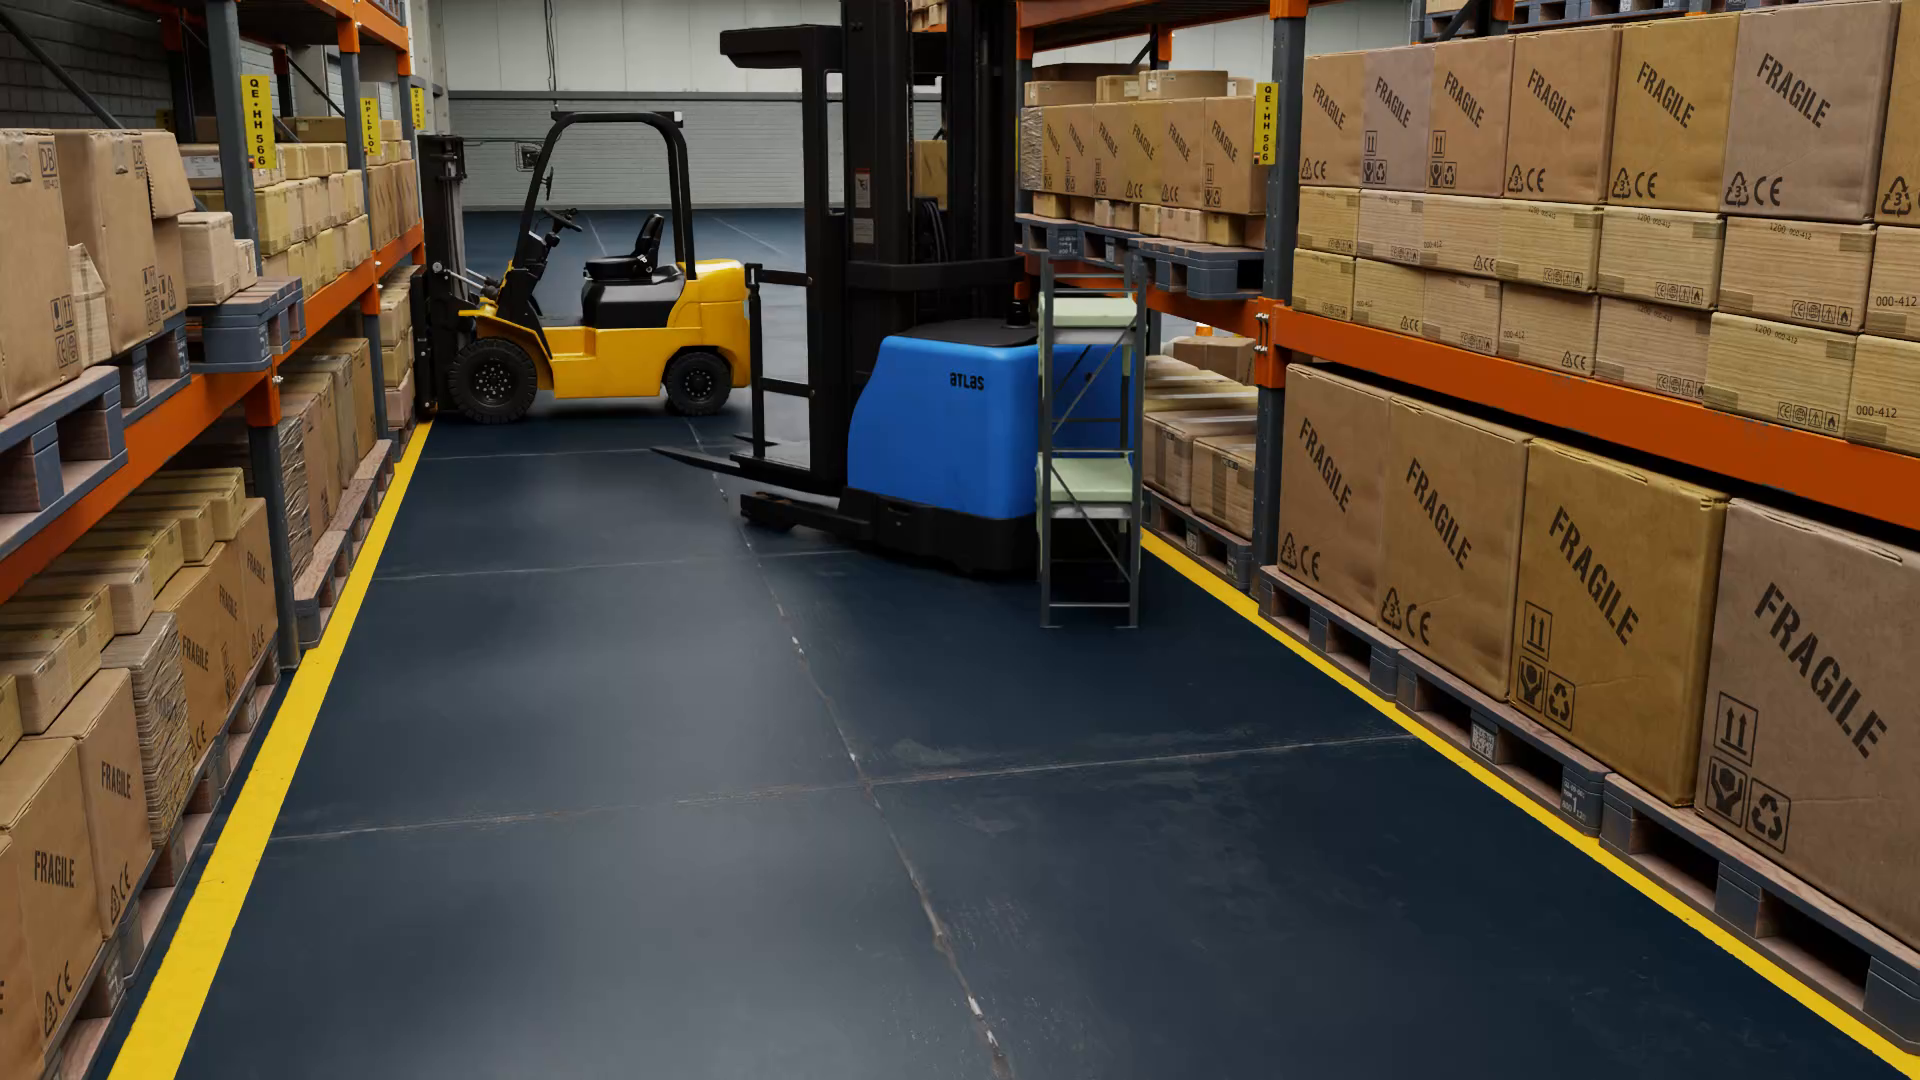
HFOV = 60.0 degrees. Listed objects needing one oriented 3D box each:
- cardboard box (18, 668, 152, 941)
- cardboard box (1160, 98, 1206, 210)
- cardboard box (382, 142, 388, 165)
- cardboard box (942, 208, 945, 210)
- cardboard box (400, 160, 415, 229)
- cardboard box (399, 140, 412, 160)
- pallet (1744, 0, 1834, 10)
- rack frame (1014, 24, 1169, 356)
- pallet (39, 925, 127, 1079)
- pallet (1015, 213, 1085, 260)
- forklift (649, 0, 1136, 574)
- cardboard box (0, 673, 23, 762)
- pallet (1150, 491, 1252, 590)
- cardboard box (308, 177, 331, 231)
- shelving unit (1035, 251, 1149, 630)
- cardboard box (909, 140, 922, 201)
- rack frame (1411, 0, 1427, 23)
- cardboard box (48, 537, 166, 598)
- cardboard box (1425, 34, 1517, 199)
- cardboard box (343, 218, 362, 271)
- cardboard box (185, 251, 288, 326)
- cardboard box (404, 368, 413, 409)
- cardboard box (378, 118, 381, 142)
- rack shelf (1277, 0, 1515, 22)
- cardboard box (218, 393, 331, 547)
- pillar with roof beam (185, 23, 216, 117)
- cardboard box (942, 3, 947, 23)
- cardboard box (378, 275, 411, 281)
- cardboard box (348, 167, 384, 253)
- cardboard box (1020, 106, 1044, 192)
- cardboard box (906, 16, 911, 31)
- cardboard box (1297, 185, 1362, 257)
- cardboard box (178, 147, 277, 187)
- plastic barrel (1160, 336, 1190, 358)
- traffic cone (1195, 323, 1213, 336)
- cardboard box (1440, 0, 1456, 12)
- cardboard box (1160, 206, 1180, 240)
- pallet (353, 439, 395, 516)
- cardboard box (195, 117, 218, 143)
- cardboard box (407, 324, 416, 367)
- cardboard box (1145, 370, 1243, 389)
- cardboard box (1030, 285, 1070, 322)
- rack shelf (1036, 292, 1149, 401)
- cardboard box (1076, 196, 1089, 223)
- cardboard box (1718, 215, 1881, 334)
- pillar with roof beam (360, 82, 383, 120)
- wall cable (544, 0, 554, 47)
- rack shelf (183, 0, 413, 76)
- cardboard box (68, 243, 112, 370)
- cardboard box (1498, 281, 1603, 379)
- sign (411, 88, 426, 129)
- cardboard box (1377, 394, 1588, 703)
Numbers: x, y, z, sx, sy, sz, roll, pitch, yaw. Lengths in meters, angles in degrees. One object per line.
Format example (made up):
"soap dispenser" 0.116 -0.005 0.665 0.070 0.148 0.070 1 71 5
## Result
"cardboard box" -2.243 0.632 3.904 0.500 0.500 0.500 -4 14 -15
"cardboard box" 1.275 -1.822 7.844 0.500 0.500 0.500 -4 14 -14
"cardboard box" -3.995 -2.554 10.984 0.380 0.149 0.250 -3 14 -14
"cardboard box" 0.069 -2.551 13.078 0.380 0.149 0.250 -3 14 -11
"cardboard box" -4.435 -2.615 12.599 0.500 0.500 0.500 -3 14 -11
"cardboard box" -4.476 -3.027 12.920 0.380 0.149 0.250 -3 14 -12
"pallet" 5.896 -3.595 10.903 0.805 0.209 1.217 -4 14 -15
"rack frame" 0.845 -2.140 10.866 1.000 3.000 0.127 -3 14 -13
"pallet" -2.328 1.152 3.267 1.003 0.211 1.213 -3 14 -13
"pallet" 0.883 -1.862 10.134 1.003 0.211 1.213 -3 14 -13
"forklift" -0.510 -1.546 8.578 1.130 2.935 3.031 -13 19 -43
"cardboard box" -2.215 0.400 3.485 0.380 0.149 0.250 -4 14 -14
"pallet" 1.602 -0.043 8.158 1.003 0.211 1.213 -3 14 -13
"cardboard box" -3.273 -1.579 7.834 0.500 0.250 0.500 -3 14 -12
"shelving unit" 0.545 -0.447 7.096 0.431 1.500 0.755 0 14 1
"cardboard box" -0.128 -3.012 13.597 0.500 0.500 0.500 -3 14 -11
"rack frame" 4.693 -6.276 15.156 1.000 3.000 0.127 -3 14 -13
"cardboard box" -2.487 0.101 4.710 0.380 0.149 0.250 -3 14 -14
"cardboard box" 1.895 -1.390 5.479 0.500 0.500 0.500 -3 14 -12
"cardboard box" -3.483 -1.572 8.858 0.500 0.250 0.500 -3 14 -14
"cardboard box" -2.906 -0.983 6.446 0.500 0.250 0.500 -3 14 -13
"cardboard box" -3.905 -0.977 11.015 0.500 0.250 0.500 -4 14 -14
"cardboard box" -3.944 -2.639 10.706 0.380 0.149 0.250 -3 14 -12
"rack shelf" 2.254 -1.864 4.930 1.077 0.370 4.000 -3 14 -13
"cardboard box" -3.334 -0.285 7.392 0.875 0.625 0.625 -3 14 -11
"pillar with roof beam" -1.446 -5.729 12.914 9.100 9.000 0.400 -3 14 -13
"cardboard box" 0.077 -3.947 12.471 0.380 0.149 0.250 -4 14 -15
"cardboard box" -4.253 -1.817 12.346 0.500 0.250 0.500 -3 14 -12
"cardboard box" -3.829 -2.028 10.197 0.500 0.500 0.500 -4 14 -15
"cardboard box" 0.676 -2.413 10.261 0.500 0.500 0.500 -3 14 -12
"cardboard box" -0.332 -4.303 13.930 0.380 0.149 0.250 -3 14 -13
"cardboard box" 1.663 -1.257 6.513 0.500 0.250 0.500 -3 14 -14
"cardboard box" -2.892 -1.455 6.484 0.380 0.149 0.250 -3 14 -12
"plastic barrel" 1.862 -1.419 13.344 0.512 0.421 0.421 7 15 26
"traffic cone" 2.260 -1.943 15.407 0.336 0.463 0.334 -3 14 -13
"cardboard box" 4.523 -4.794 14.843 0.380 0.149 0.250 -3 14 -13
"cardboard box" 1.191 -1.534 8.029 0.380 0.149 0.250 -4 14 -16
"pallet" -3.768 -0.340 9.374 1.003 0.211 1.213 -3 14 -13
"cardboard box" -4.348 -2.427 9.839 0.380 0.149 0.250 -3 14 -13
"cardboard box" -4.020 -1.335 11.427 0.500 0.250 0.500 -3 14 -14
"cardboard box" 1.143 -0.781 9.955 0.950 0.372 0.625 -2 14 -10
"cardboard box" 0.445 -1.494 11.551 0.500 0.500 0.500 -3 14 -14
"rack shelf" 0.545 -0.826 7.003 0.431 0.370 0.720 0 14 1
"cardboard box" 0.878 -1.896 9.512 0.380 0.149 0.250 -3 14 -12
"cardboard box" 2.259 -0.668 4.102 0.500 0.250 0.500 -3 14 -12
"pillar with roof beam" -4.265 -8.497 24.245 9.100 9.000 0.400 -3 14 -13
"wall cable" -9.454 -14.259 43.730 3.097 2.526 0.112 -3 14 -13
"rack shelf" -4.449 -3.432 11.348 1.077 0.370 4.000 -3 14 -13
"cardboard box" -2.053 -0.498 3.542 0.396 0.266 0.258 -3 14 -10
"cardboard box" 2.029 -0.665 5.145 0.500 0.250 0.500 -3 14 -13
"sign" -4.388 -3.490 13.452 0.100 0.325 0.005 -3 14 -13
"cardboard box" 2.071 -0.019 5.777 0.875 0.875 0.875 -3 14 -13
